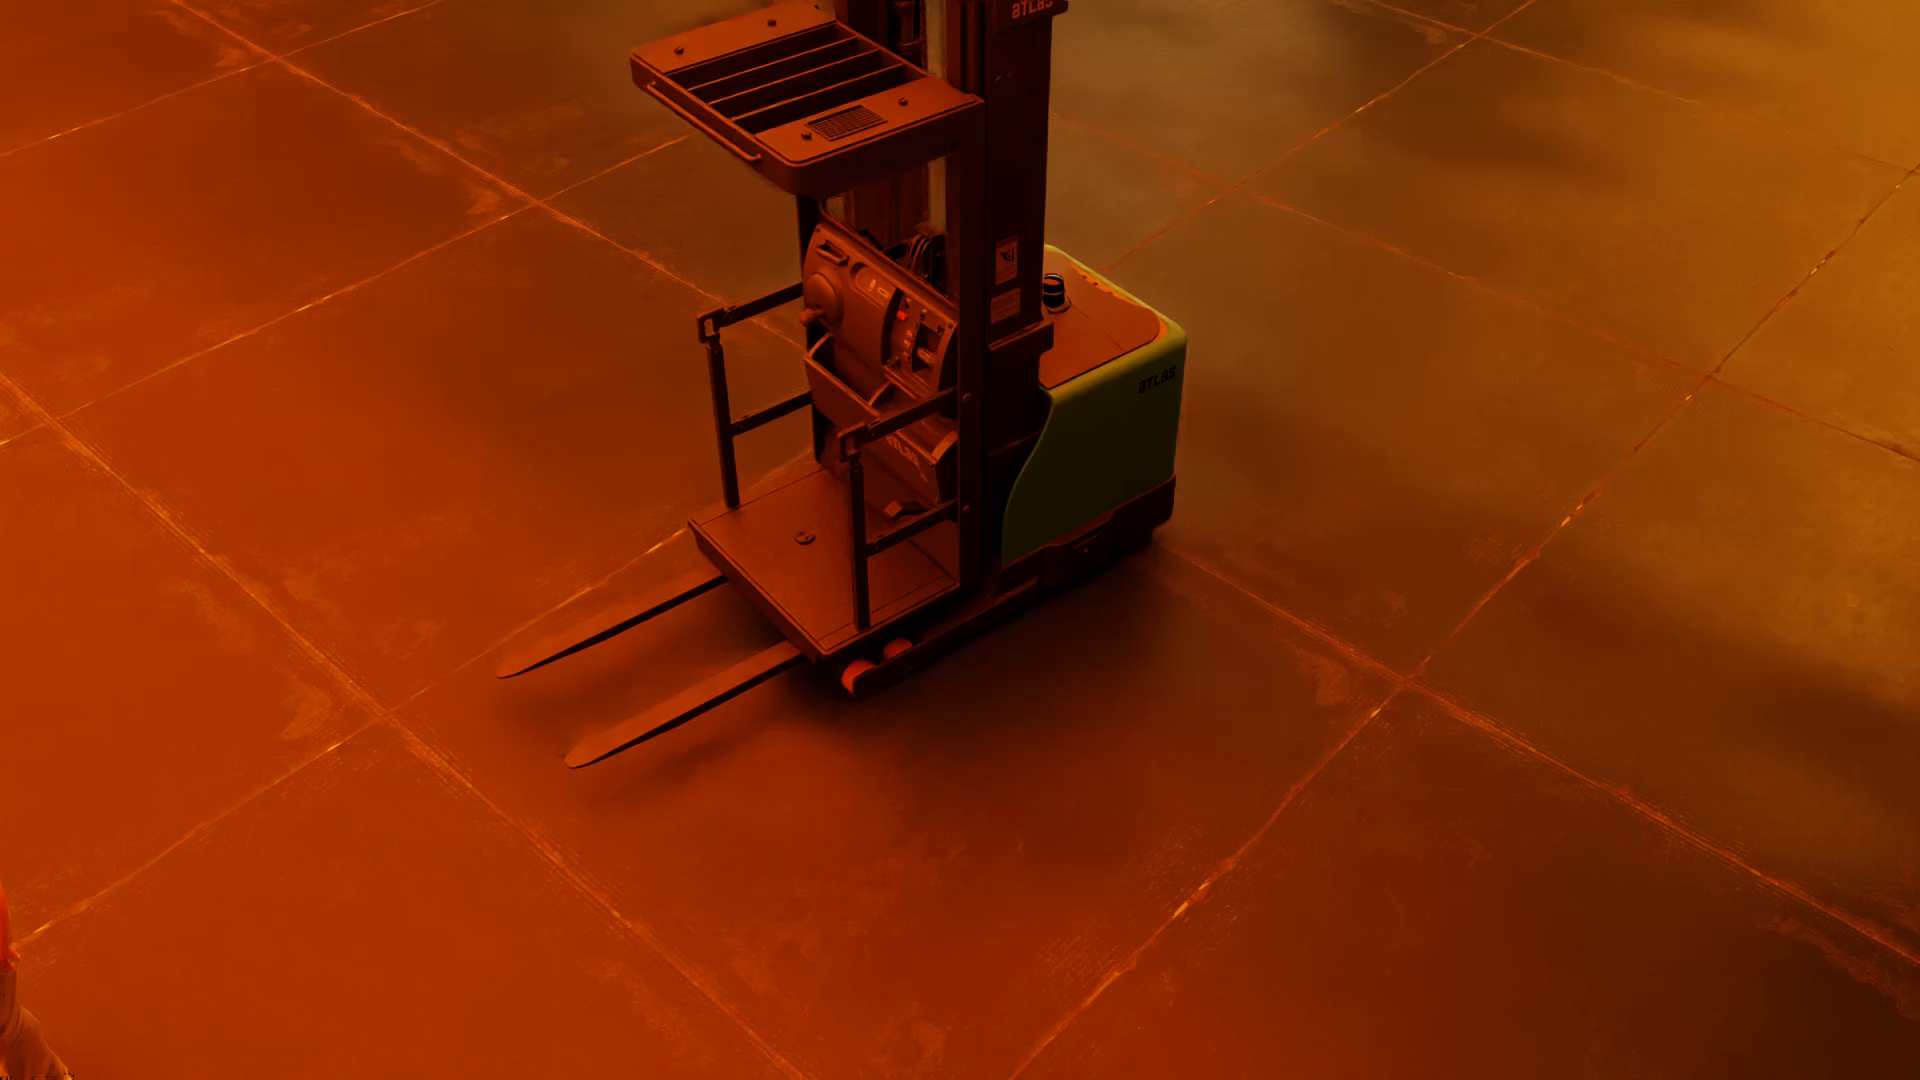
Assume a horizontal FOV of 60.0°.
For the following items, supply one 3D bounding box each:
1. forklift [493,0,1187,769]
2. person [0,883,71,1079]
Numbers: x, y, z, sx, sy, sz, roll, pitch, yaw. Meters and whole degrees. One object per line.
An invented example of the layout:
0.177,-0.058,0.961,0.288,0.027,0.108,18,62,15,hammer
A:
-0.490,-0.849,6.418,3.031,2.935,1.130,-27,47,-28,forklift
-3.079,1.194,5.022,0.522,1.685,0.479,18,44,20,person
